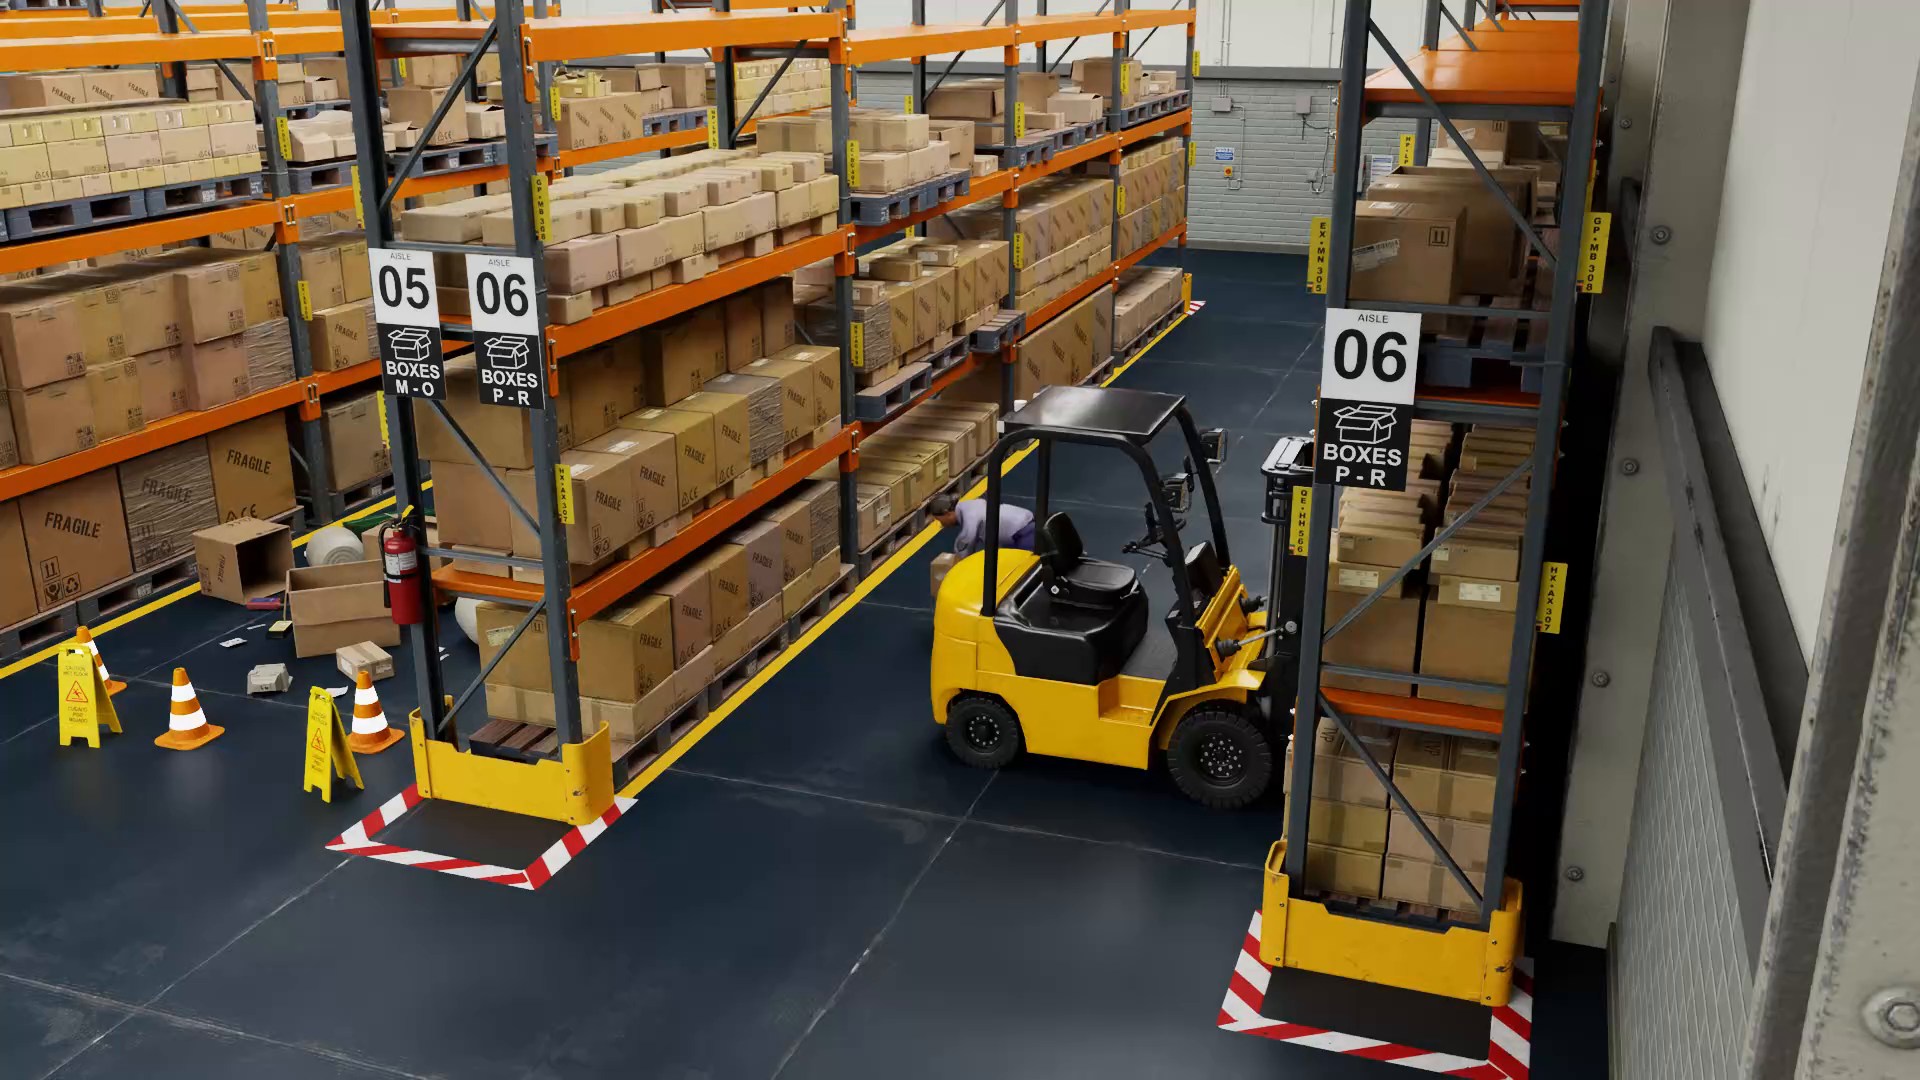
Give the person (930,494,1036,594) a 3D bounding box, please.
[{"bbox_3d":[0.224,0.191,11.933,0.888,1.067,0.506,3,19,8],"label":"person"}]
